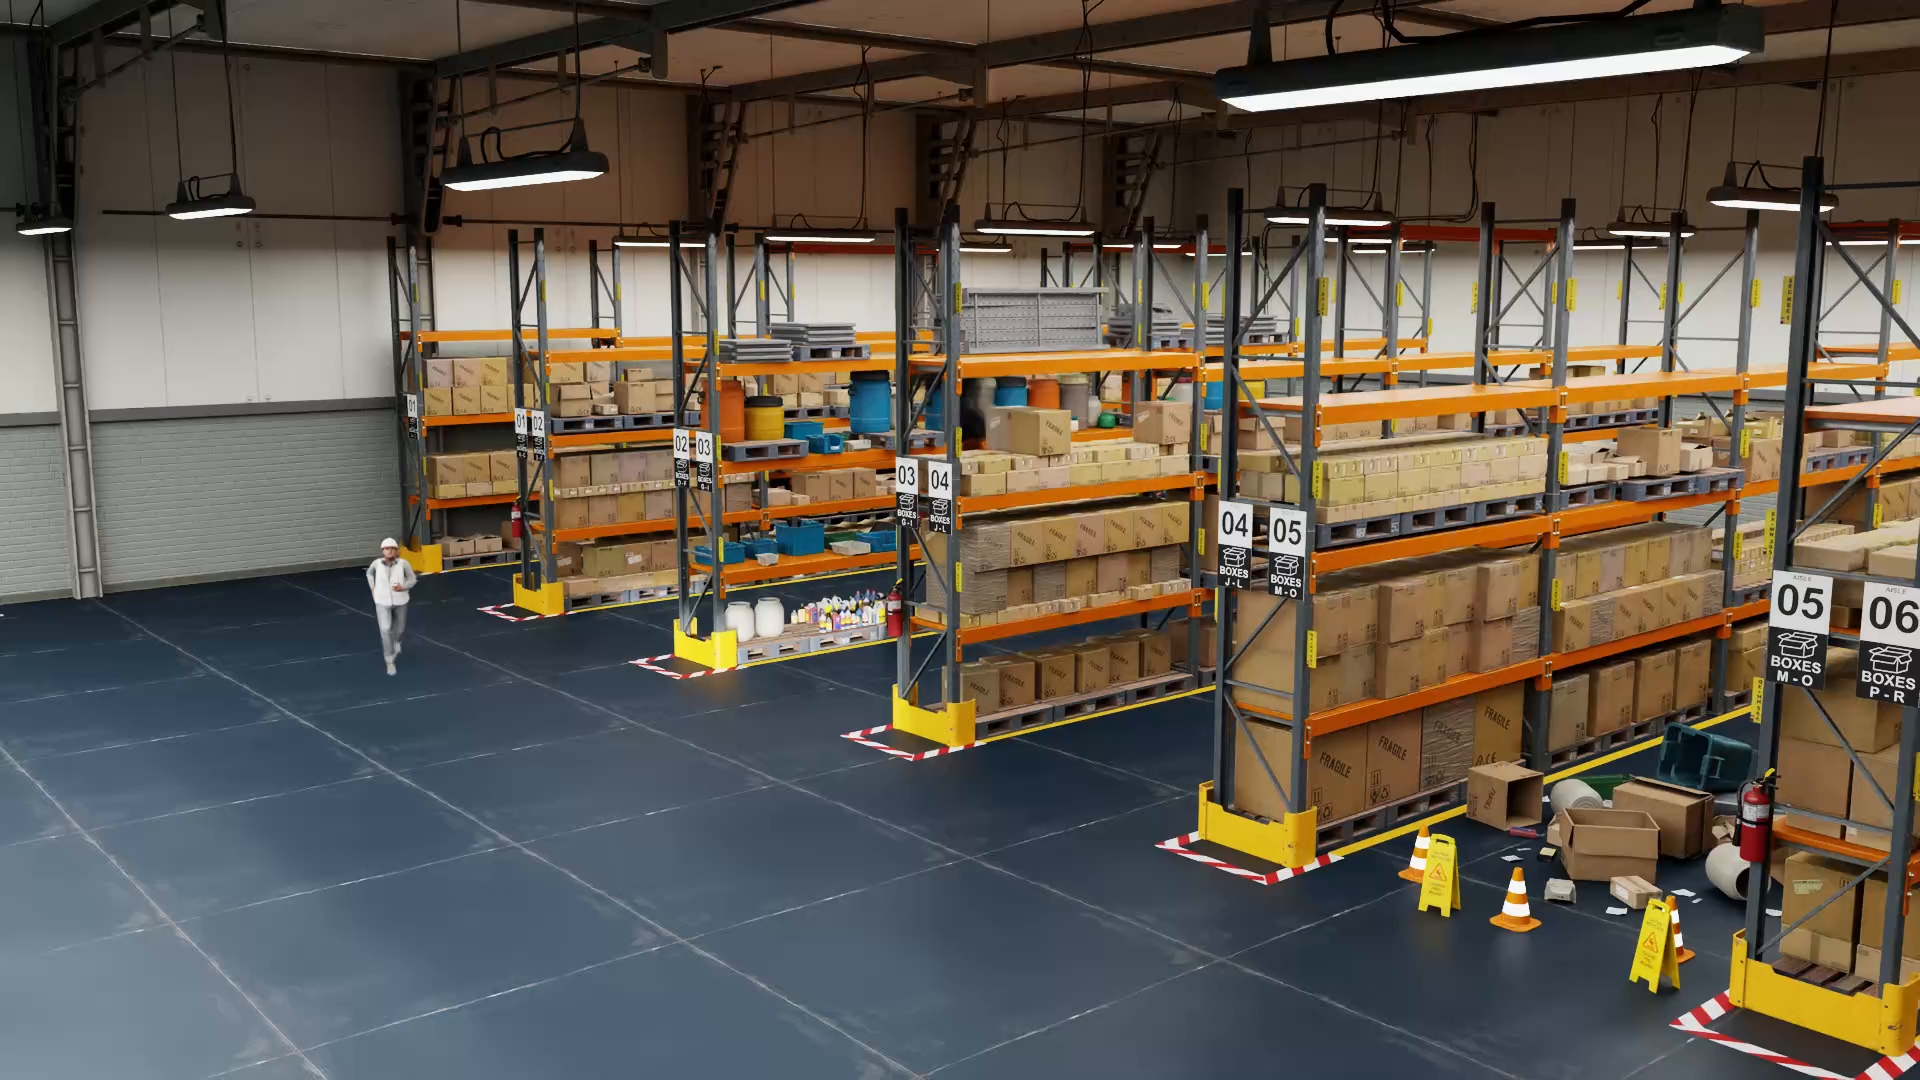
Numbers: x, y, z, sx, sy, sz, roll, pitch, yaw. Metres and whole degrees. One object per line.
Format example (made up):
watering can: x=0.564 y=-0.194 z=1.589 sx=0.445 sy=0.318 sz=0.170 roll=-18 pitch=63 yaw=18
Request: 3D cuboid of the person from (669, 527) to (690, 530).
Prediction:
person: x=-5.176 y=-0.516 z=31.329 sx=0.685 sy=1.790 sz=0.967 roll=5 pitch=10 yaw=29

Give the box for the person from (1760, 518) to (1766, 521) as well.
person: x=12.817 y=0.381 z=26.445 sx=0.533 sy=1.545 sz=0.809 roll=6 pitch=11 yaw=35

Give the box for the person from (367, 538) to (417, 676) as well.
person: x=-7.666 y=0.863 z=22.510 sx=0.624 sy=1.821 sz=1.055 roll=-4 pitch=10 yaw=-23
